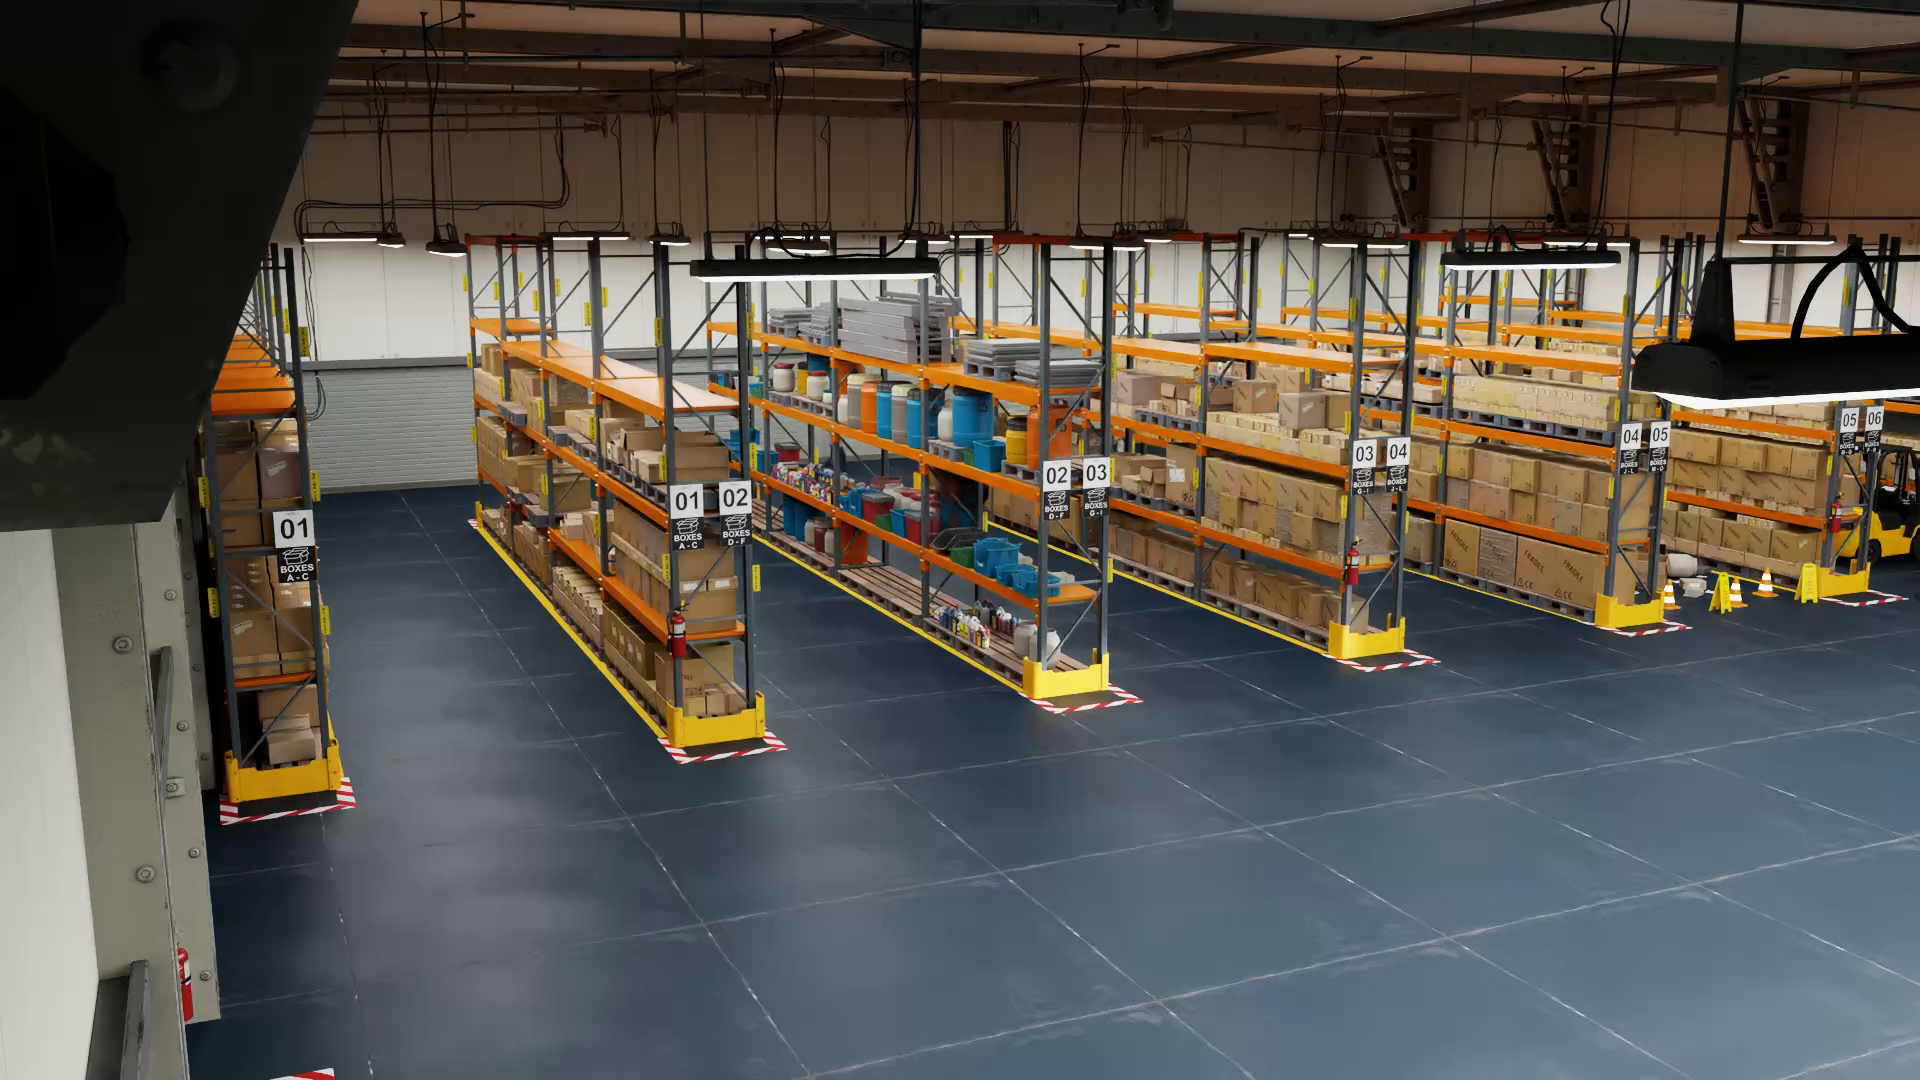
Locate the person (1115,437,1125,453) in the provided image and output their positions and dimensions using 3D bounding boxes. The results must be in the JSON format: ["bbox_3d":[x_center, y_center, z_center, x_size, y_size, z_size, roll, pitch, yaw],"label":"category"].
[{"bbox_3d":[4.163,-2.497,41.559,0.725,1.717,0.682,-4,12,-18],"label":"person"}]

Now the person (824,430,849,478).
[{"bbox_3d":[-3.065,-2.307,40.792,0.743,1.637,0.539,2,11,8],"label":"person"}]
